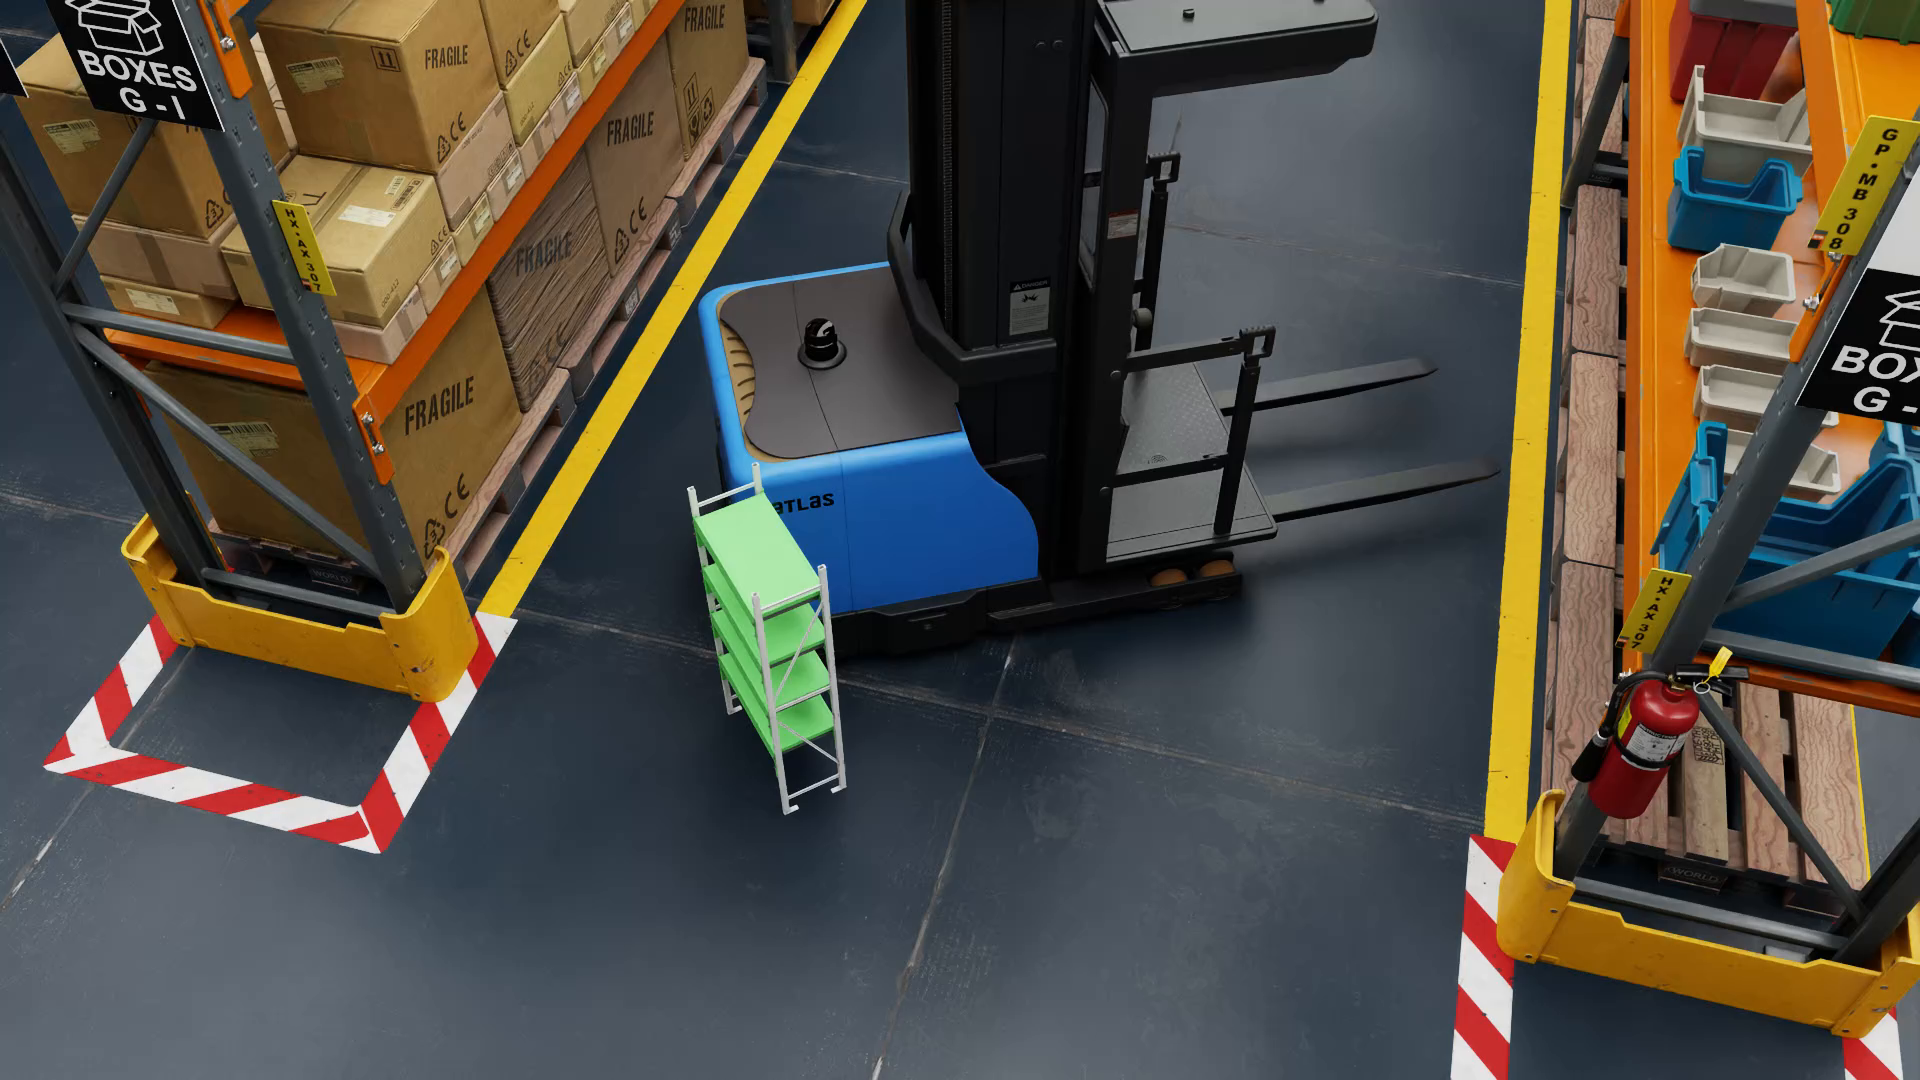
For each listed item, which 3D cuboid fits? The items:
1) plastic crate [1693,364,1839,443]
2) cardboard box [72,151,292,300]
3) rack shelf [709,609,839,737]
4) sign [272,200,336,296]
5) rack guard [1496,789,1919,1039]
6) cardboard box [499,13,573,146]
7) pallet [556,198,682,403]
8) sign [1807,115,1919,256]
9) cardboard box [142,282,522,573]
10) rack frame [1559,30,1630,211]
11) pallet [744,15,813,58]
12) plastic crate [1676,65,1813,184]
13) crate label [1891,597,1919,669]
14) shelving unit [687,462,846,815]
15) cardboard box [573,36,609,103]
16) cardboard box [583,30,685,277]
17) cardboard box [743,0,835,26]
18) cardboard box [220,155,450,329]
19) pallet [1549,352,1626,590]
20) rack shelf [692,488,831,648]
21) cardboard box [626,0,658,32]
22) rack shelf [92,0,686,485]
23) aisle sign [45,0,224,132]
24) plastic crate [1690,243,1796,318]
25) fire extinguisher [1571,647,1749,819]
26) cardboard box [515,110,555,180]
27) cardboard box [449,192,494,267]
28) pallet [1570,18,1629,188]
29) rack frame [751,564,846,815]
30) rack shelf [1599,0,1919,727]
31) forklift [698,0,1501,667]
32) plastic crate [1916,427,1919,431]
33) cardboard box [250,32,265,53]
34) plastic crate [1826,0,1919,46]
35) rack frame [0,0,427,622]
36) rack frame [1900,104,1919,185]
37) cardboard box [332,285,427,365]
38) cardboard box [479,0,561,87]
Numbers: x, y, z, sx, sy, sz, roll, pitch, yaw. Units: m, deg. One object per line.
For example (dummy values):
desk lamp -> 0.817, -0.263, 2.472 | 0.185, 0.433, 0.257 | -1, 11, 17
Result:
plastic crate -> 2.493, -0.424, 5.178 | 0.396, 0.136, 0.243 | 12, 50, 10
cardboard box -> -2.544, -1.088, 5.530 | 0.500, 0.250, 0.500 | 11, 49, 9
rack shelf -> -0.629, 0.400, 5.601 | 0.258, 0.148, 0.480 | -22, 52, -19
sign -> -1.881, -0.835, 4.775 | 0.100, 0.325, 0.005 | 12, 50, 10
rack guard -> 2.369, 1.188, 5.286 | 1.175, 0.500, 0.348 | 12, 50, 10
cardboard box -> -1.762, -1.719, 6.087 | 0.500, 0.250, 0.500 | 10, 49, 9
pallet -> -1.957, -1.187, 7.575 | 1.003, 0.211, 1.213 | 12, 50, 10
sign -> 1.828, -0.713, 3.367 | 0.100, 0.325, 0.005 | 12, 50, 10
cardboard box -> -2.324, -0.551, 6.291 | 0.875, 0.875, 0.875 | 12, 50, 10
rack frame -> 3.416, -2.552, 6.920 | 1.000, 3.000, 0.127 | 12, 50, 10
pallet -> -1.232, -3.180, 9.334 | 1.003, 0.211, 1.213 | 12, 50, 10
plastic crate -> 2.836, -1.464, 6.000 | 0.437, 0.282, 0.530 | 12, 50, 10
crate label -> 2.746, 0.263, 4.507 | 0.416, 0.233, 0.303 | 12, 50, 10
shelving unit -> -0.629, 0.358, 5.553 | 0.258, 1.200, 0.503 | -22, 52, -19
cardboard box -> -1.600, -1.857, 6.475 | 0.380, 0.149, 0.250 | 10, 49, 9
cardboard box -> -1.850, -1.853, 7.440 | 0.875, 0.875, 0.875 | 12, 50, 10
cardboard box -> -1.213, -3.432, 8.834 | 1.225, 0.875, 0.875 | 12, 50, 10
cardboard box -> -2.028, -0.979, 5.434 | 0.500, 0.250, 0.500 | 10, 49, 9
pallet -> 2.941, -0.204, 6.708 | 1.003, 0.211, 1.213 | 12, 50, 10
rack shelf -> -0.629, 0.082, 5.241 | 0.258, 0.148, 0.480 | -22, 52, -19
cardboard box -> -1.464, -2.231, 6.805 | 0.380, 0.149, 0.250 | 11, 49, 9
rack shelf -> -1.889, -1.845, 6.776 | 1.077, 0.370, 4.000 | 12, 50, 10
aisle sign -> -2.145, -1.385, 4.157 | 0.394, 0.787, 0.004 | 12, 50, 10
plastic crate -> 2.603, -0.848, 5.552 | 0.298, 0.136, 0.250 | 12, 50, 10
fire extinguisher -> 1.885, 0.510, 4.519 | 0.296, 0.674, 0.183 | 12, 50, 10
cardboard box -> -1.735, -1.488, 6.149 | 0.380, 0.149, 0.250 | 11, 49, 9
cardboard box -> -1.870, -1.116, 5.820 | 0.380, 0.149, 0.250 | 11, 49, 9
pallet -> 3.659, -2.179, 8.451 | 1.003, 0.211, 1.213 | 12, 50, 10
rack frame -> -0.511, 0.518, 5.411 | 0.240, 1.200, 0.015 | -22, 52, -19
rack shelf -> 2.890, -0.867, 5.913 | 1.077, 0.370, 4.000 | 12, 50, 10
forklift -> 0.607, -1.079, 5.666 | 3.031, 2.935, 1.130 | -10, 49, -9
plastic crate -> 3.089, -0.411, 5.167 | 0.250, 0.136, 0.298 | 12, 50, 10
cardboard box -> -2.276, -1.823, 6.178 | 0.500, 0.250, 0.500 | 10, 49, 9
plastic crate -> 2.347, -1.351, 4.001 | 0.450, 0.188, 0.336 | 12, 50, 10
rack frame -> -2.415, -0.636, 5.230 | 1.000, 3.000, 0.127 | 12, 50, 10
rack frame -> 2.363, -1.644, 2.118 | 1.000, 3.000, 0.127 | 12, 50, 10
cardboard box -> -2.003, -0.745, 5.493 | 0.380, 0.149, 0.250 | 12, 50, 10
cardboard box -> -1.766, -1.964, 5.803 | 0.500, 0.500, 0.500 | 10, 49, 9
